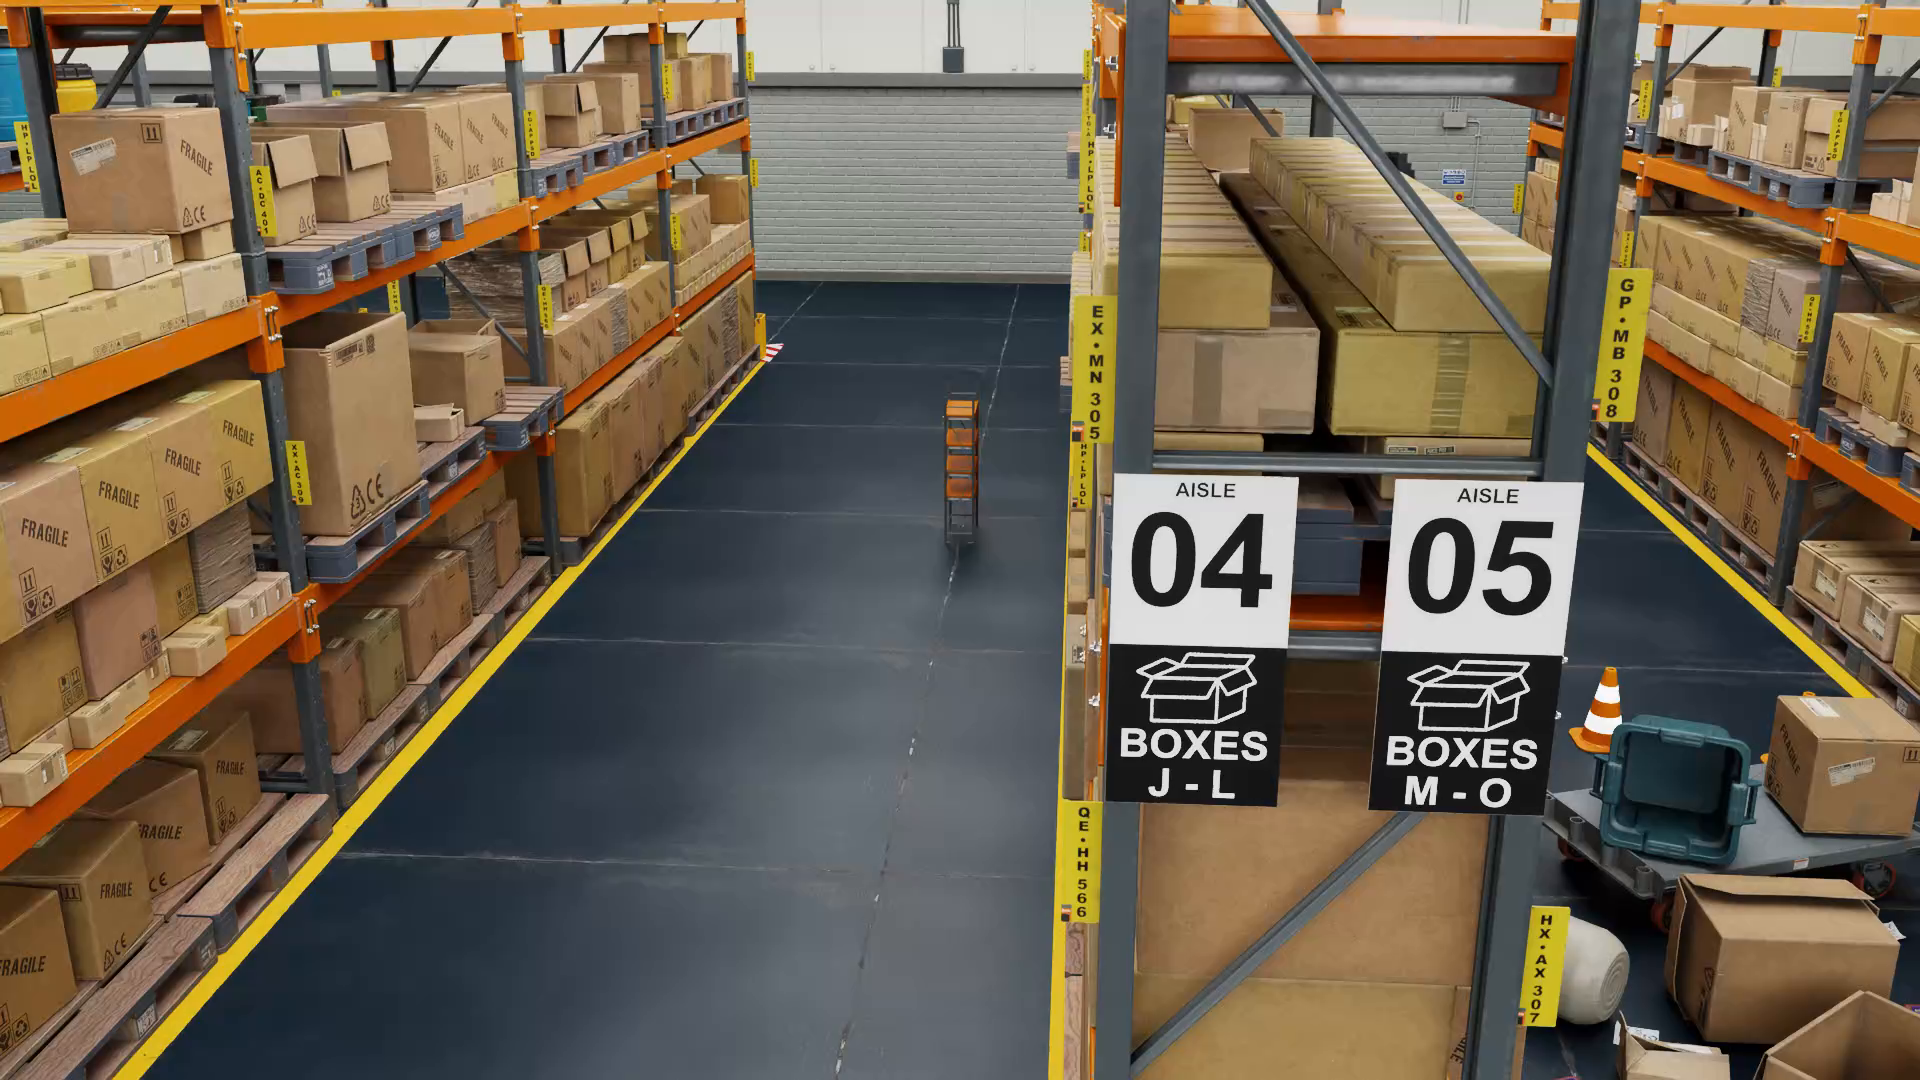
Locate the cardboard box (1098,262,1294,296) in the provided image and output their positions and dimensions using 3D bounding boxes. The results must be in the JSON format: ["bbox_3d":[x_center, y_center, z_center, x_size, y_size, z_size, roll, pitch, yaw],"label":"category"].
[{"bbox_3d":[0.629,-0.601,4.551,0.500,0.250,0.500,1,18,4],"label":"cardboard box"}]

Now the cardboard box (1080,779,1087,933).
[{"bbox_3d":[1.008,1.217,7.630,0.875,0.875,0.875,2,18,5],"label":"cardboard box"}]

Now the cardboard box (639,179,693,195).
[{"bbox_3d":[-3.296,-3.784,18.714,0.500,0.500,0.500,1,18,3],"label":"cardboard box"}]

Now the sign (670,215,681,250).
[{"bbox_3d":[-2.702,-2.917,15.777,0.100,0.325,0.005,1,18,4],"label":"sign"}]

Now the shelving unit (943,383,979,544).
[{"bbox_3d":[0.012,-0.622,13.393,0.258,1.200,0.503,1,18,4],"label":"shelving unit"}]

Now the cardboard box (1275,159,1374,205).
[{"bbox_3d":[1.343,-1.284,5.994,0.380,0.149,0.250,1,18,4],"label":"cardboard box"}]

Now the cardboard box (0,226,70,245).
[{"bbox_3d":[-4.099,-1.295,7.340,0.380,0.149,0.250,0,18,1],"label":"cardboard box"}]

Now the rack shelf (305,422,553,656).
[{"bbox_3d":[-3.674,-0.208,10.397,1.077,0.370,4.000,1,18,4],"label":"rack shelf"}]

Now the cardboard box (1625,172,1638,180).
[{"bbox_3d":[7.027,-3.671,17.002,0.380,0.149,0.250,2,18,6],"label":"cardboard box"}]

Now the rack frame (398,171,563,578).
[{"bbox_3d":[-3.530,-1.172,12.181,1.000,3.000,0.127,1,18,4],"label":"rack frame"}]

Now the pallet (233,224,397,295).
[{"bbox_3d":[-3.667,-1.455,8.530,1.213,0.211,1.003,1,18,4],"label":"pallet"}]

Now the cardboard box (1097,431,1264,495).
[{"bbox_3d":[0.522,-0.209,3.994,0.380,0.149,0.250,1,18,4],"label":"cardboard box"}]

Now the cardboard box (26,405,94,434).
[{"bbox_3d":[-4.137,-0.304,7.289,0.500,0.500,0.500,1,18,4],"label":"cardboard box"}]

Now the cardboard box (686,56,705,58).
[{"bbox_3d":[-3.090,-4.880,17.685,0.700,0.500,0.500,0,18,0],"label":"cardboard box"}]

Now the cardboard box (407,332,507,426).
[{"bbox_3d":[-3.469,-1.074,11.050,0.700,0.500,0.500,4,19,12],"label":"cardboard box"}]

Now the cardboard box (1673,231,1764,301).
[{"bbox_3d":[6.275,-2.271,13.769,0.500,0.500,0.500,1,18,3],"label":"cardboard box"}]

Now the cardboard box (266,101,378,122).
[{"bbox_3d":[-3.890,-2.428,10.235,0.500,0.500,0.500,1,18,2],"label":"cardboard box"}]

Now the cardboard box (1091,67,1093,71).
[{"bbox_3d":[1.586,-4.963,17.732,0.380,0.149,0.250,2,18,5],"label":"cardboard box"}]

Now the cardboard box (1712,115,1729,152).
[{"bbox_3d":[6.161,-3.194,13.078,0.396,0.266,0.258,3,18,8],"label":"cardboard box"}]

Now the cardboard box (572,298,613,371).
[{"bbox_3d":[-3.156,-1.683,13.582,0.500,0.500,0.500,1,18,3],"label":"cardboard box"}]

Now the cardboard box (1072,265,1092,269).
[{"bbox_3d":[1.154,-2.279,14.334,0.380,0.149,0.250,1,18,3],"label":"cardboard box"}]

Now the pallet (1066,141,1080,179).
[{"bbox_3d":[1.475,-3.096,13.540,1.213,0.211,1.003,1,18,4],"label":"pallet"}]

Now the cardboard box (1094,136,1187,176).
[{"bbox_3d":[0.758,-1.614,7.001,0.380,0.149,0.250,1,18,4],"label":"cardboard box"}]

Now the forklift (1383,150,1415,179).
[{"bbox_3d":[3.328,-1.726,13.983,1.130,2.935,3.031,1,18,3],"label":"forklift"}]

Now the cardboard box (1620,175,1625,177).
[{"bbox_3d":[6.503,-3.599,16.780,0.380,0.149,0.250,1,18,4],"label":"cardboard box"}]

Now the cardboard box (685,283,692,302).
[{"bbox_3d":[-2.872,-2.460,16.518,0.380,0.149,0.250,1,18,2],"label":"cardboard box"}]

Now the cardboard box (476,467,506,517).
[{"bbox_3d":[-3.549,-0.340,11.748,0.500,0.250,0.500,2,18,6],"label":"cardboard box"}]

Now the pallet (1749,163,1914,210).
[{"bbox_3d":[6.347,-2.487,11.682,1.213,0.211,1.003,2,18,6],"label":"pallet"}]

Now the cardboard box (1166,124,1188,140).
[{"bbox_3d":[1.716,-2.674,11.788,0.500,0.500,0.500,1,18,4],"label":"cardboard box"}]

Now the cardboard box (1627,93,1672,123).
[{"bbox_3d":[6.367,-4.007,15.397,0.396,0.266,0.258,2,18,6],"label":"cardboard box"}]

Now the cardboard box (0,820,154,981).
[{"bbox_3d":[-3.885,1.555,7.200,0.500,0.500,0.500,0,18,-1],"label":"cardboard box"}]

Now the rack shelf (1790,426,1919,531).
[{"bbox_3d":[6.211,0.013,9.722,1.077,0.370,4.000,1,18,4],"label":"rack shelf"}]

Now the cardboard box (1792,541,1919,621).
[{"bbox_3d":[6.304,0.274,11.315,0.950,0.372,0.625,0,18,0],"label":"cardboard box"}]

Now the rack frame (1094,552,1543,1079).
[{"bbox_3d":[0.836,1.455,4.165,1.000,3.000,0.127,1,18,4],"label":"rack frame"}]

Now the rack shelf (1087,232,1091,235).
[{"bbox_3d":[1.553,-2.734,13.288,1.077,0.370,4.000,1,18,4],"label":"rack shelf"}]

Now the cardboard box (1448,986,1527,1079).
[{"bbox_3d":[2.035,1.905,6.804,0.500,0.500,0.500,4,19,13],"label":"cardboard box"}]

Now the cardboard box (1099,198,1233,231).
[{"bbox_3d":[0.596,-0.904,4.836,0.380,0.149,0.250,1,18,4],"label":"cardboard box"}]

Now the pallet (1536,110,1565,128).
[{"bbox_3d":[6.885,-4.588,17.931,1.003,0.211,1.213,1,18,4],"label":"pallet"}]

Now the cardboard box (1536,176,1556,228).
[{"bbox_3d":[6.579,-3.654,17.992,0.500,0.500,0.500,1,18,2],"label":"cardboard box"}]

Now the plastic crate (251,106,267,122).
[{"bbox_3d":[-7.683,-4.779,18.713,0.450,0.188,0.336,1,18,4],"label":"plastic crate"}]

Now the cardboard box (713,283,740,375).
[{"bbox_3d":[-2.988,-2.363,18.555,0.875,0.875,0.875,1,18,4],"label":"cardboard box"}]

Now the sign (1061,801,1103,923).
[{"bbox_3d":[0.296,0.776,3.998,0.100,0.325,0.005,1,18,4],"label":"sign"}]

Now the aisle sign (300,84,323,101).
[{"bbox_3d":[-7.600,-5.018,19.745,0.394,0.787,0.004,1,18,4],"label":"aisle sign"}]

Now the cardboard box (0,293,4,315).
[{"bbox_3d":[-3.749,-0.874,6.057,0.380,0.149,0.250,1,18,2],"label":"cardboard box"}]

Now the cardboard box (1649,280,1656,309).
[{"bbox_3d":[6.328,-2.229,14.845,0.500,0.250,0.500,1,18,2],"label":"cardboard box"}]

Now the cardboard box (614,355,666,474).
[{"bbox_3d":[-3.333,-1.127,14.783,1.225,0.875,0.875,1,18,2],"label":"cardboard box"}]

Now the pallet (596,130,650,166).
[{"bbox_3d":[-3.260,-3.462,14.663,0.805,0.209,1.217,1,18,2],"label":"pallet"}]

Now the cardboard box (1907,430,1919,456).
[{"bbox_3d":[6.046,-0.601,10.169,0.380,0.149,0.250,2,18,7],"label":"cardboard box"}]

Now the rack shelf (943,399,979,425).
[{"bbox_3d":[0.012,-0.995,13.271,0.258,0.148,0.480,1,18,4],"label":"rack shelf"}]

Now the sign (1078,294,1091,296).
[{"bbox_3d":[0.868,-1.551,11.607,0.100,0.325,0.005,1,18,4],"label":"sign"}]

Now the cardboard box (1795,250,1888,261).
[{"bbox_3d":[6.712,-1.935,12.746,0.500,0.500,0.500,2,18,5],"label":"cardboard box"}]

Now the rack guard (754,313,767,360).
[{"bbox_3d":[-2.955,-2.476,20.176,1.175,0.500,0.348,1,18,4],"label":"rack guard"}]

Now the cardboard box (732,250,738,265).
[{"bbox_3d":[-2.709,-3.182,18.721,0.380,0.149,0.250,2,18,5],"label":"cardboard box"}]

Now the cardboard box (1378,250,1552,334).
[{"bbox_3d":[1.177,-0.573,3.826,0.380,0.149,0.250,1,18,5],"label":"cardboard box"}]

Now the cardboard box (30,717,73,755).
[{"bbox_3d":[-3.756,0.805,6.552,0.380,0.149,0.250,1,18,4],"label":"cardboard box"}]

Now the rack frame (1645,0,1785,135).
[{"bbox_3d":[6.641,-5.043,14.363,1.000,3.000,0.127,1,18,4],"label":"rack frame"}]

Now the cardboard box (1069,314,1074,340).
[{"bbox_3d":[0.987,-1.555,12.124,0.380,0.149,0.250,1,18,2],"label":"cardboard box"}]
